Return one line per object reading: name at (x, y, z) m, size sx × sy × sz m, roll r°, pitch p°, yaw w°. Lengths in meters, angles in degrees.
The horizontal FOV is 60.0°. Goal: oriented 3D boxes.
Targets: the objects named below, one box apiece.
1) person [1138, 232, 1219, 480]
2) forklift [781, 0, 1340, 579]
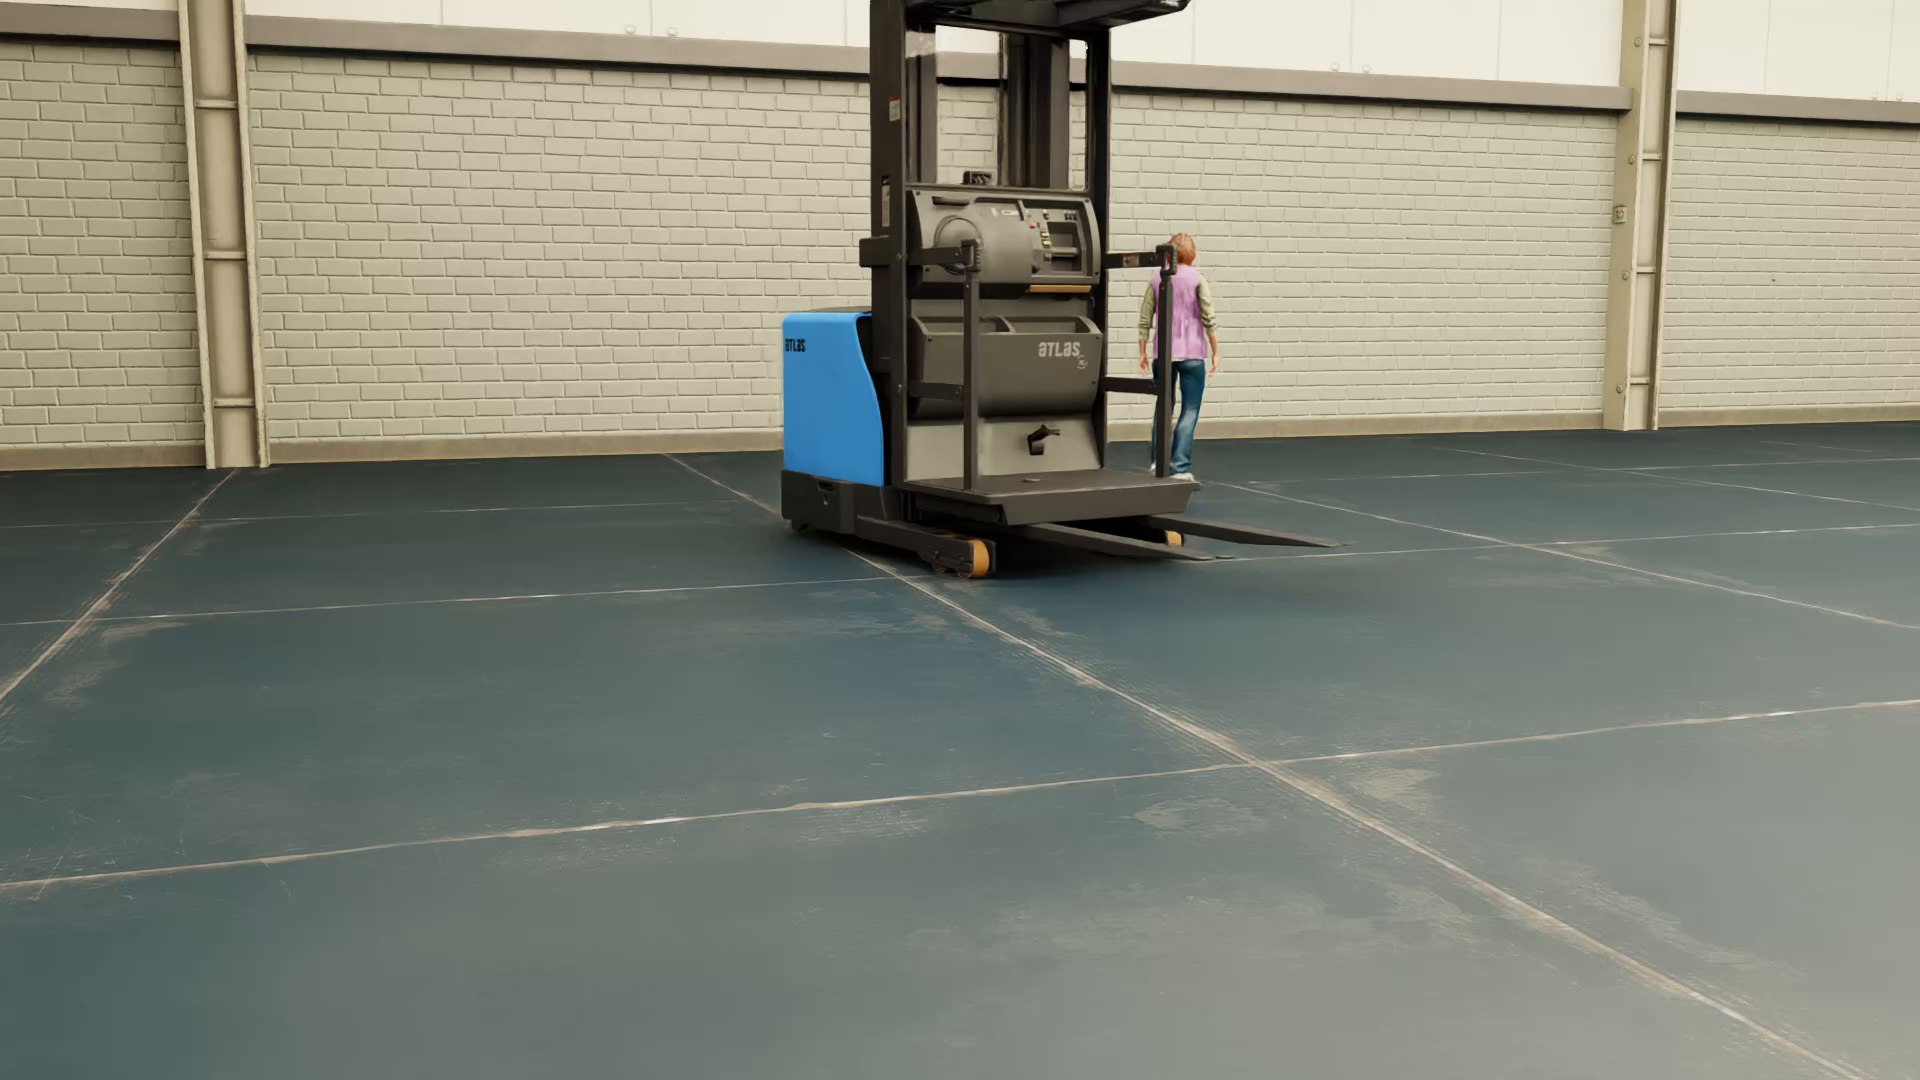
person at (1.388, -1.121, 10.517) m, size 0.510 × 1.627 × 0.461 m, roll 4°, pitch 9°, yaw 28°
forklift at (0.324, -1.363, 7.067) m, size 1.130 × 2.935 × 3.031 m, roll -5°, pitch 9°, yaw -32°
